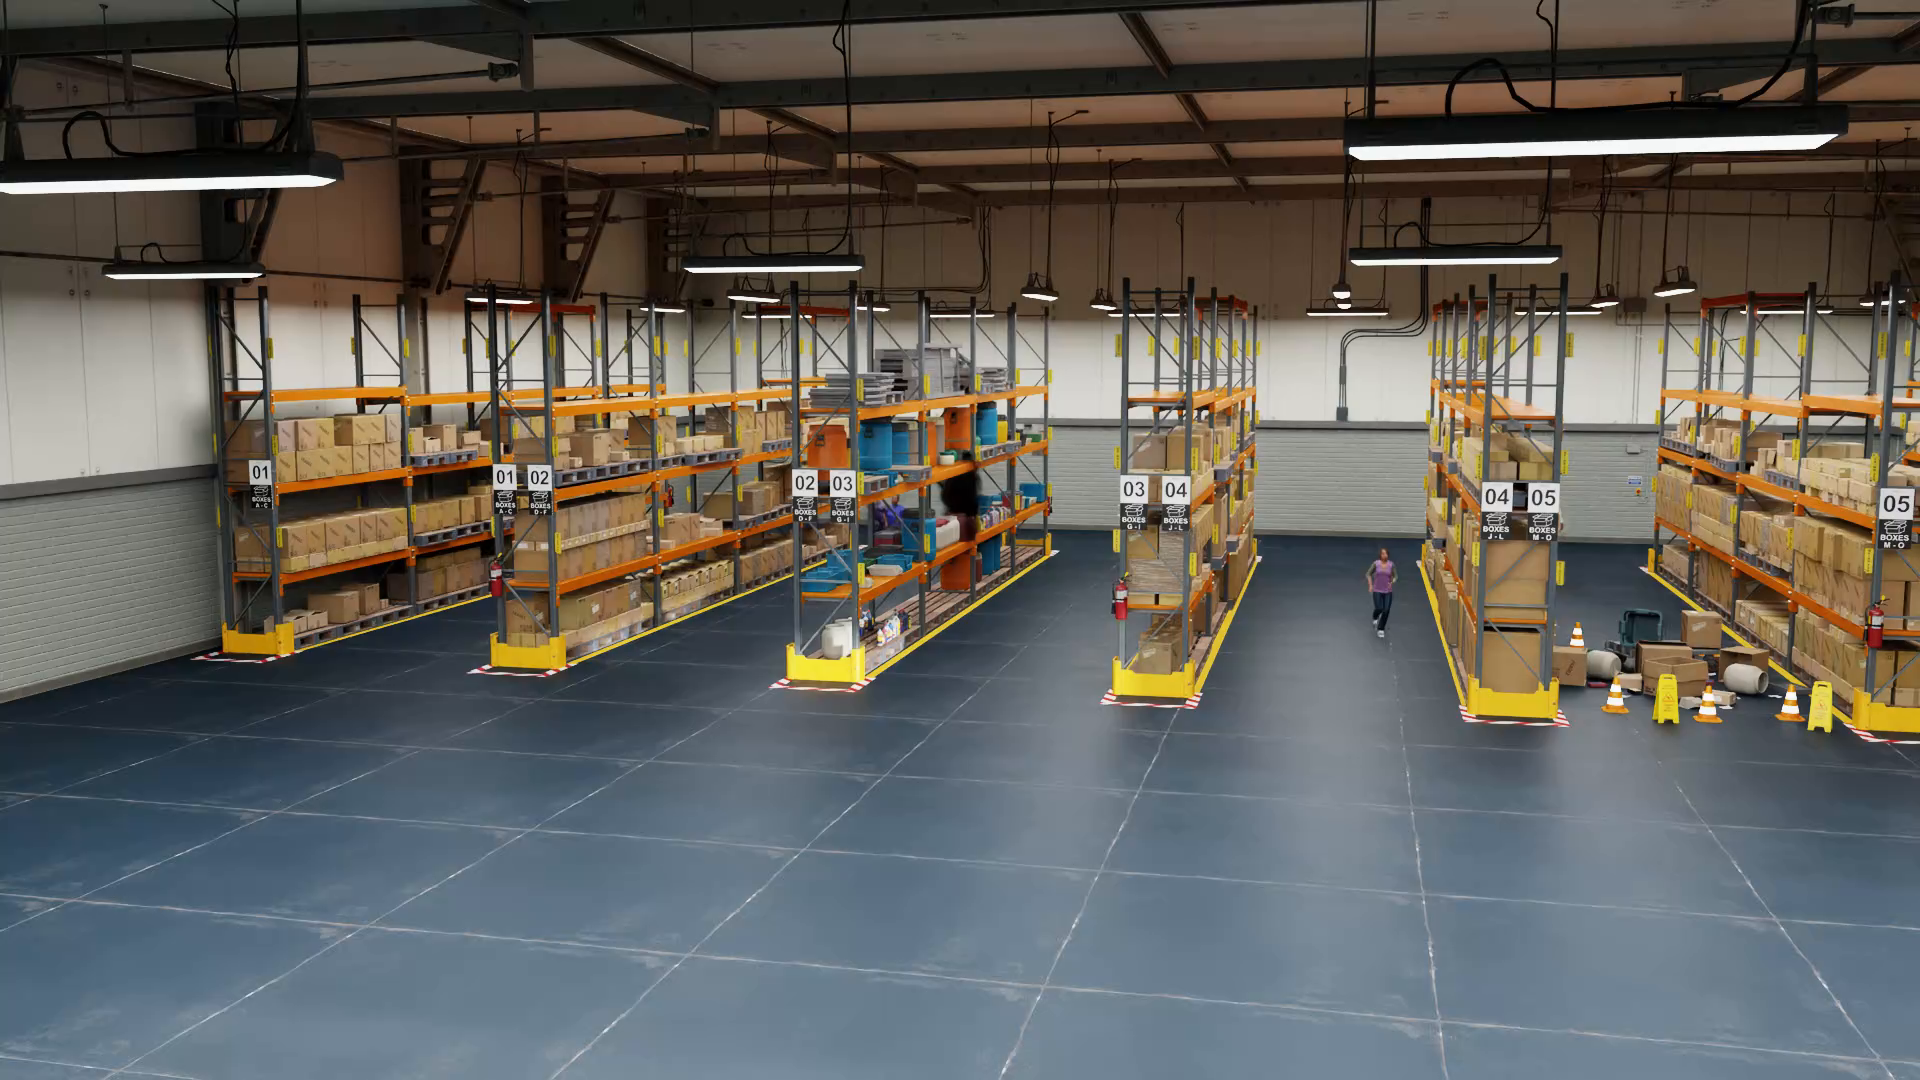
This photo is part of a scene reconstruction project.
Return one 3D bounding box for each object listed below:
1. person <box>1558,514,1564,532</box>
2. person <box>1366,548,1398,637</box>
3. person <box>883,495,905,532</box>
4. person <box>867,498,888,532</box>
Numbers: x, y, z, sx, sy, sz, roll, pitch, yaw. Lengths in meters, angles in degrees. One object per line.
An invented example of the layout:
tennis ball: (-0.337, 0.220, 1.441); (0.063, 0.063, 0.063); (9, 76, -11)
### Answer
person: (12.872, -0.051, 36.495); (0.674, 1.738, 0.654); (0, 7, 1)
person: (7.353, 0.914, 28.939); (0.531, 1.557, 0.539); (1, 7, 6)
person: (-1.374, -0.111, 35.073); (0.558, 1.760, 0.743); (1, 7, 7)
person: (-2.037, -0.660, 42.468); (0.664, 1.659, 0.685); (3, 7, 27)
